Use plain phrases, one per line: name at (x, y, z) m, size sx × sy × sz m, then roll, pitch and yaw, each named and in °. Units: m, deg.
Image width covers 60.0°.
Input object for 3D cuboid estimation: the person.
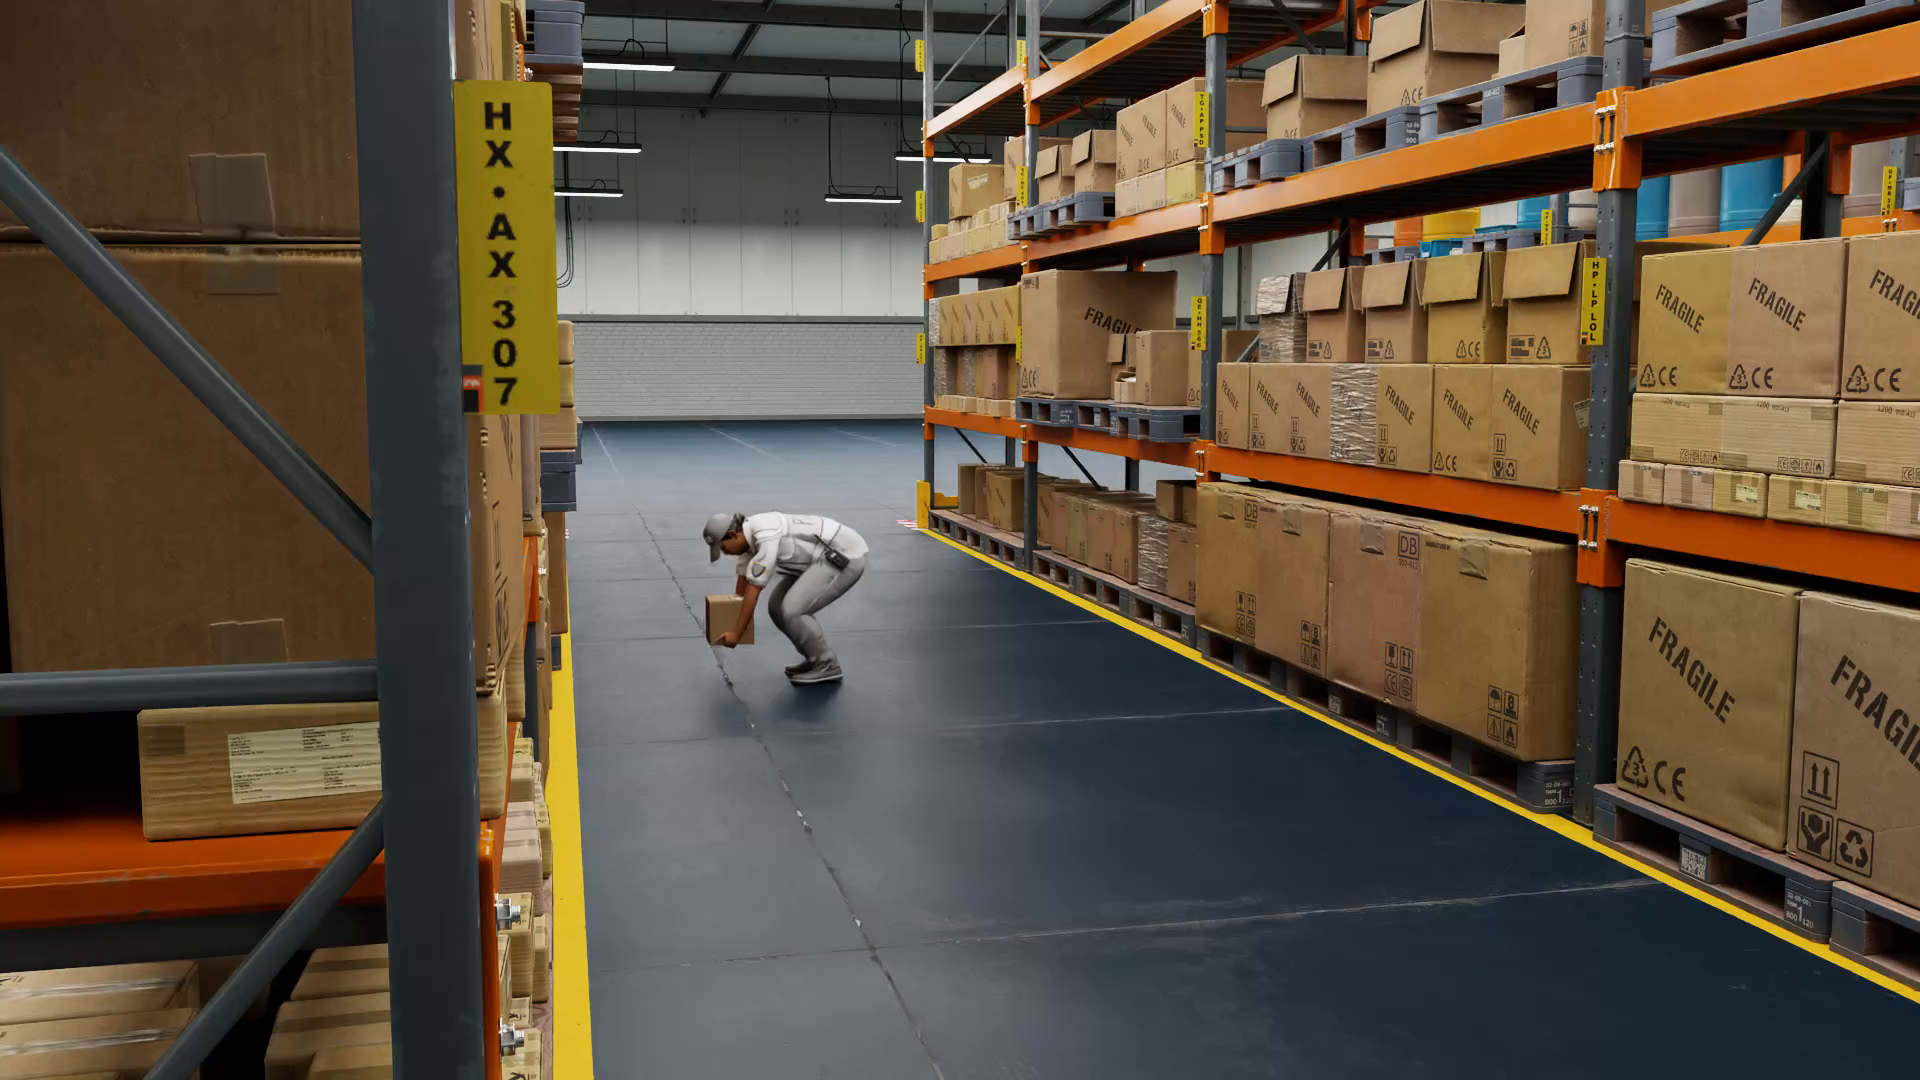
person at (-0.990, 0.318, 9.468) m, size 0.937 × 0.973 × 0.518 m, roll -2°, pitch 7°, yaw -16°
